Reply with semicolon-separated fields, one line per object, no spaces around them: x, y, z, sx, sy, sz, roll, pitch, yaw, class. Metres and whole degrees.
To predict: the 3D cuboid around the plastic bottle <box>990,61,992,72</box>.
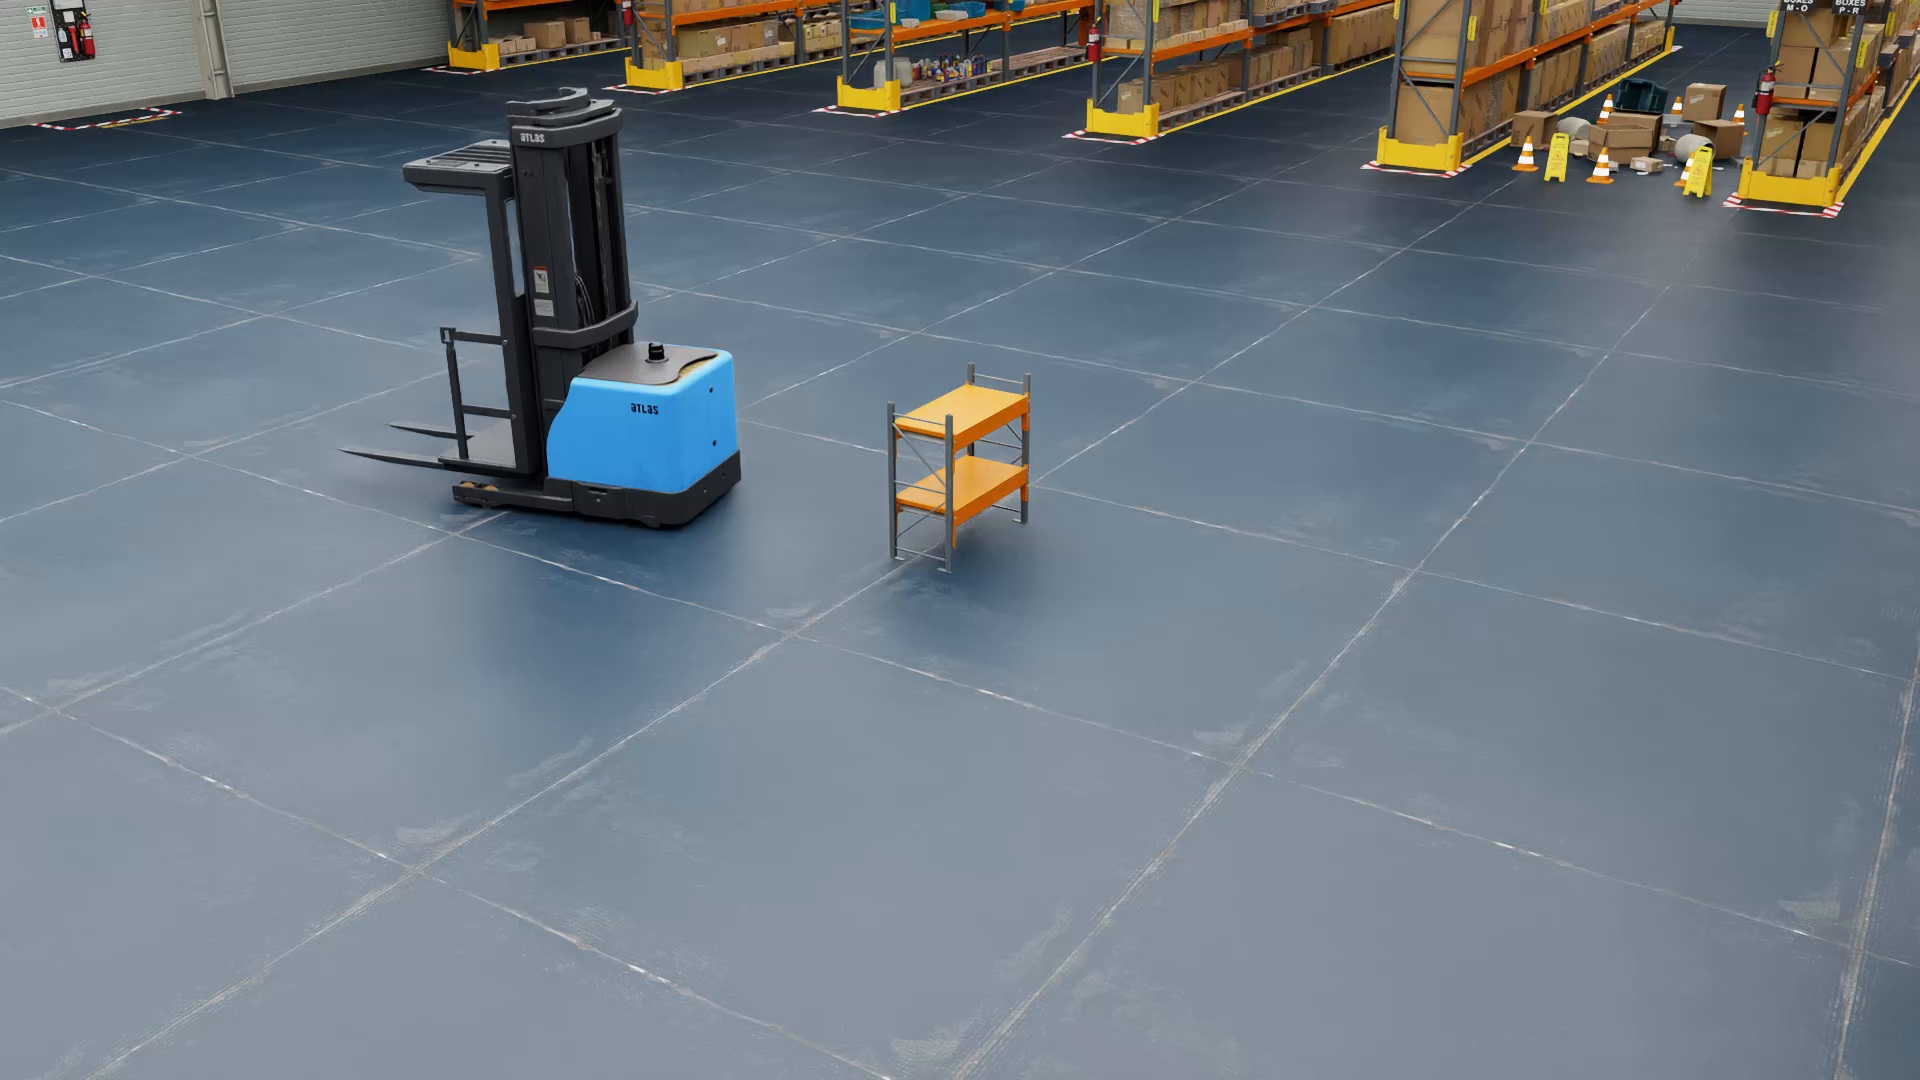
0.569;-9.097;31.957;0.097;0.201;0.097;0;23;0;plastic bottle

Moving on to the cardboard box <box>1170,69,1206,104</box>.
3.902;-7.827;28.673;0.500;0.500;0.500;11;26;24;cardboard box

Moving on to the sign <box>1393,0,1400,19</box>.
6.300;-7.664;23.923;0.100;0.325;0.005;14;27;29;sign

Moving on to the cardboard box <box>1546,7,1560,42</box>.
9.636;-8.593;27.699;0.500;0.500;0.500;14;27;29;cardboard box

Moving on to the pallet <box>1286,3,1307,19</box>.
5.804;-9.915;31.118;1.003;0.211;1.213;14;27;29;pallet

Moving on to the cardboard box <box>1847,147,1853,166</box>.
12.226;-5.405;23.393;0.500;0.250;0.500;16;28;32;cardboard box

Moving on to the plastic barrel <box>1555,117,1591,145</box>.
9.569;-6.369;25.930;0.421;0.421;0.512;-7;24;-17;plastic barrel

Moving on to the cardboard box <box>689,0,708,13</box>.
-5.290;-10.436;31.954;0.700;0.500;0.500;15;27;30;cardboard box

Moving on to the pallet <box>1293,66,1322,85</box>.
6.400;-9.136;32.589;1.003;0.211;1.213;14;27;29;pallet

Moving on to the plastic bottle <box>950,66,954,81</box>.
-0.160;-8.663;30.867;0.097;0.271;0.097;0;23;0;plastic bottle

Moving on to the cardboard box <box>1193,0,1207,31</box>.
3.643;-8.862;27.944;0.875;0.500;0.500;14;27;29;cardboard box

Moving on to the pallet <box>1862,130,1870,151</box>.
13.532;-6.236;25.889;1.003;0.211;1.213;14;27;29;pallet

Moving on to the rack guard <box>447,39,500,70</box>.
-9.991;-9.972;34.156;1.175;0.500;0.348;14;27;29;rack guard

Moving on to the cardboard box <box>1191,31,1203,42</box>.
3.820;-8.396;27.686;0.380;0.149;0.250;14;27;29;cardboard box

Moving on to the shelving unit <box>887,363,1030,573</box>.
0.004;-0.518;11.532;0.538;1.125;1.048;14;27;29;shelving unit

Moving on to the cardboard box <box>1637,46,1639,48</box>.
13.868;-10.177;34.542;0.380;0.149;0.250;13;27;28;cardboard box

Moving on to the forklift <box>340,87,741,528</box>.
-3.236;-1.767;12.142;3.031;2.935;1.130;8;25;17;forklift

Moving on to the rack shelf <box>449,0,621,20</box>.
-8.976;-11.438;35.302;1.077;0.370;4.000;14;27;29;rack shelf

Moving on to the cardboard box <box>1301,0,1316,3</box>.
6.353;-10.518;31.616;0.700;0.500;0.500;19;30;37;cardboard box

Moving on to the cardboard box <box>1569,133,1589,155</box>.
9.522;-6.035;25.357;0.396;0.266;0.258;20;30;38;cardboard box

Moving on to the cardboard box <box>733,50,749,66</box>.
-4.556;-9.628;33.147;0.500;0.250;0.500;14;27;29;cardboard box

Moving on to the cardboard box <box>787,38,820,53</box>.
-3.287;-10.422;34.981;0.500;0.250;0.500;13;27;28;cardboard box

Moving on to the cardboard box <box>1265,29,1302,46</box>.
6.214;-9.665;31.948;0.500;0.250;0.500;17;29;35;cardboard box

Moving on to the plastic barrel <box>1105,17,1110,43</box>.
3.071;-11.146;36.325;0.421;0.512;0.421;0;23;0;plastic barrel

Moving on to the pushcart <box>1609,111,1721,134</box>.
11.159;-6.510;26.313;1.648;0.377;0.936;5;24;11;pushcart

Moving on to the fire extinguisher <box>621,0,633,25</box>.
-6.277;-10.079;31.353;0.296;0.674;0.183;14;27;29;fire extinguisher

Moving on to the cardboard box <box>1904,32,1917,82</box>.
17.084;-8.944;30.781;0.875;0.875;0.875;15;27;31;cardboard box

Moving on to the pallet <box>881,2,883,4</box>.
-1.946;-14.928;45.967;1.003;0.211;1.213;14;27;29;pallet

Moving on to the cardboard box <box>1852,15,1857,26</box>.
12.706;-7.791;24.212;0.700;0.500;0.500;14;27;28;cardboard box

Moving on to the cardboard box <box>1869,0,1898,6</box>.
13.671;-8.010;24.632;0.380;0.149;0.250;14;27;29;cardboard box

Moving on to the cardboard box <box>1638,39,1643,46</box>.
14.012;-10.405;34.694;0.380;0.149;0.250;15;28;31;cardboard box

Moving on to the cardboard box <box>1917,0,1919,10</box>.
16.791;-9.567;29.634;0.500;0.250;0.500;15;27;30;cardboard box

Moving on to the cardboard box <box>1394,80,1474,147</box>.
7.056;-6.366;24.826;0.875;0.875;0.875;14;27;29;cardboard box

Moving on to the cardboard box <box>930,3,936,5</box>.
-0.577;-12.251;38.867;0.500;0.500;0.500;13;27;28;cardboard box

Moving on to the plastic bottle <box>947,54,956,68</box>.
-0.160;-9.138;31.863;0.144;0.351;0.185;14;27;29;plastic bottle

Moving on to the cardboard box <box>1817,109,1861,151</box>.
12.229;-5.745;23.234;0.500;0.500;0.500;14;27;30;cardboard box

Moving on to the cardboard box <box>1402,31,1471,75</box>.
6.911;-7.109;24.208;0.875;0.550;0.550;14;27;29;cardboard box

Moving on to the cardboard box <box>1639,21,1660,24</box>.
14.949;-11.159;36.062;0.380;0.149;0.250;14;27;30;cardboard box

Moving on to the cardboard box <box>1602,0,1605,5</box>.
11.806;-10.065;31.012;0.380;0.149;0.250;15;28;31;cardboard box

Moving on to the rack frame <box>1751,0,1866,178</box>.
11.013;-5.903;21.609;1.000;3.000;0.127;14;27;29;rack frame

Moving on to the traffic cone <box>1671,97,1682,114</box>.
11.891;-7.108;27.586;0.336;0.463;0.334;14;27;29;traffic cone

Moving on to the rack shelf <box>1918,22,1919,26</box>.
18.398;-10.298;32.667;1.077;0.370;4.000;14;27;29;rack shelf

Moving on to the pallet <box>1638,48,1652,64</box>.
14.051;-10.324;35.332;1.003;0.211;1.213;14;27;29;pallet

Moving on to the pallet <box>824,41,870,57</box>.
-2.712;-10.797;36.425;1.003;0.211;1.213;14;27;29;pallet

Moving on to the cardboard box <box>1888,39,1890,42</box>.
14.210;-7.806;25.793;0.380;0.149;0.250;14;27;29;cardboard box

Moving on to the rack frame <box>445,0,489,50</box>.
-10.031;-11.093;33.600;1.000;3.000;0.127;14;27;29;rack frame

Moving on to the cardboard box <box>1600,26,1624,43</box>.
12.623;-9.871;32.449;0.500;0.250;0.500;15;28;31;cardboard box

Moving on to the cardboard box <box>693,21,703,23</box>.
-6.517;-12.445;39.314;0.700;0.500;0.500;14;27;29;cardboard box

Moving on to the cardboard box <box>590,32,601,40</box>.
-8.178;-11.158;36.762;0.380;0.166;0.250;10;25;22;cardboard box

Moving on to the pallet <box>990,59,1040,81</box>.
0.877;-9.361;33.108;1.003;0.211;1.213;14;27;29;pallet

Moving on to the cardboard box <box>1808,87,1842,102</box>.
11.368;-5.859;21.824;0.380;0.149;0.250;14;27;29;cardboard box

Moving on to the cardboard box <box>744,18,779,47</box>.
-4.043;-10.313;33.786;0.500;0.500;0.500;14;27;29;cardboard box

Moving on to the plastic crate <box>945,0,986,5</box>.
0.112;-10.189;31.588;0.767;0.338;0.504;14;27;29;plastic crate

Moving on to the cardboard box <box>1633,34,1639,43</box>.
13.637;-10.267;34.001;0.380;0.149;0.250;15;28;31;cardboard box

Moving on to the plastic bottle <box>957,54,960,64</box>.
-0.045;-9.301;32.341;0.097;0.271;0.097;0;23;0;plastic bottle
